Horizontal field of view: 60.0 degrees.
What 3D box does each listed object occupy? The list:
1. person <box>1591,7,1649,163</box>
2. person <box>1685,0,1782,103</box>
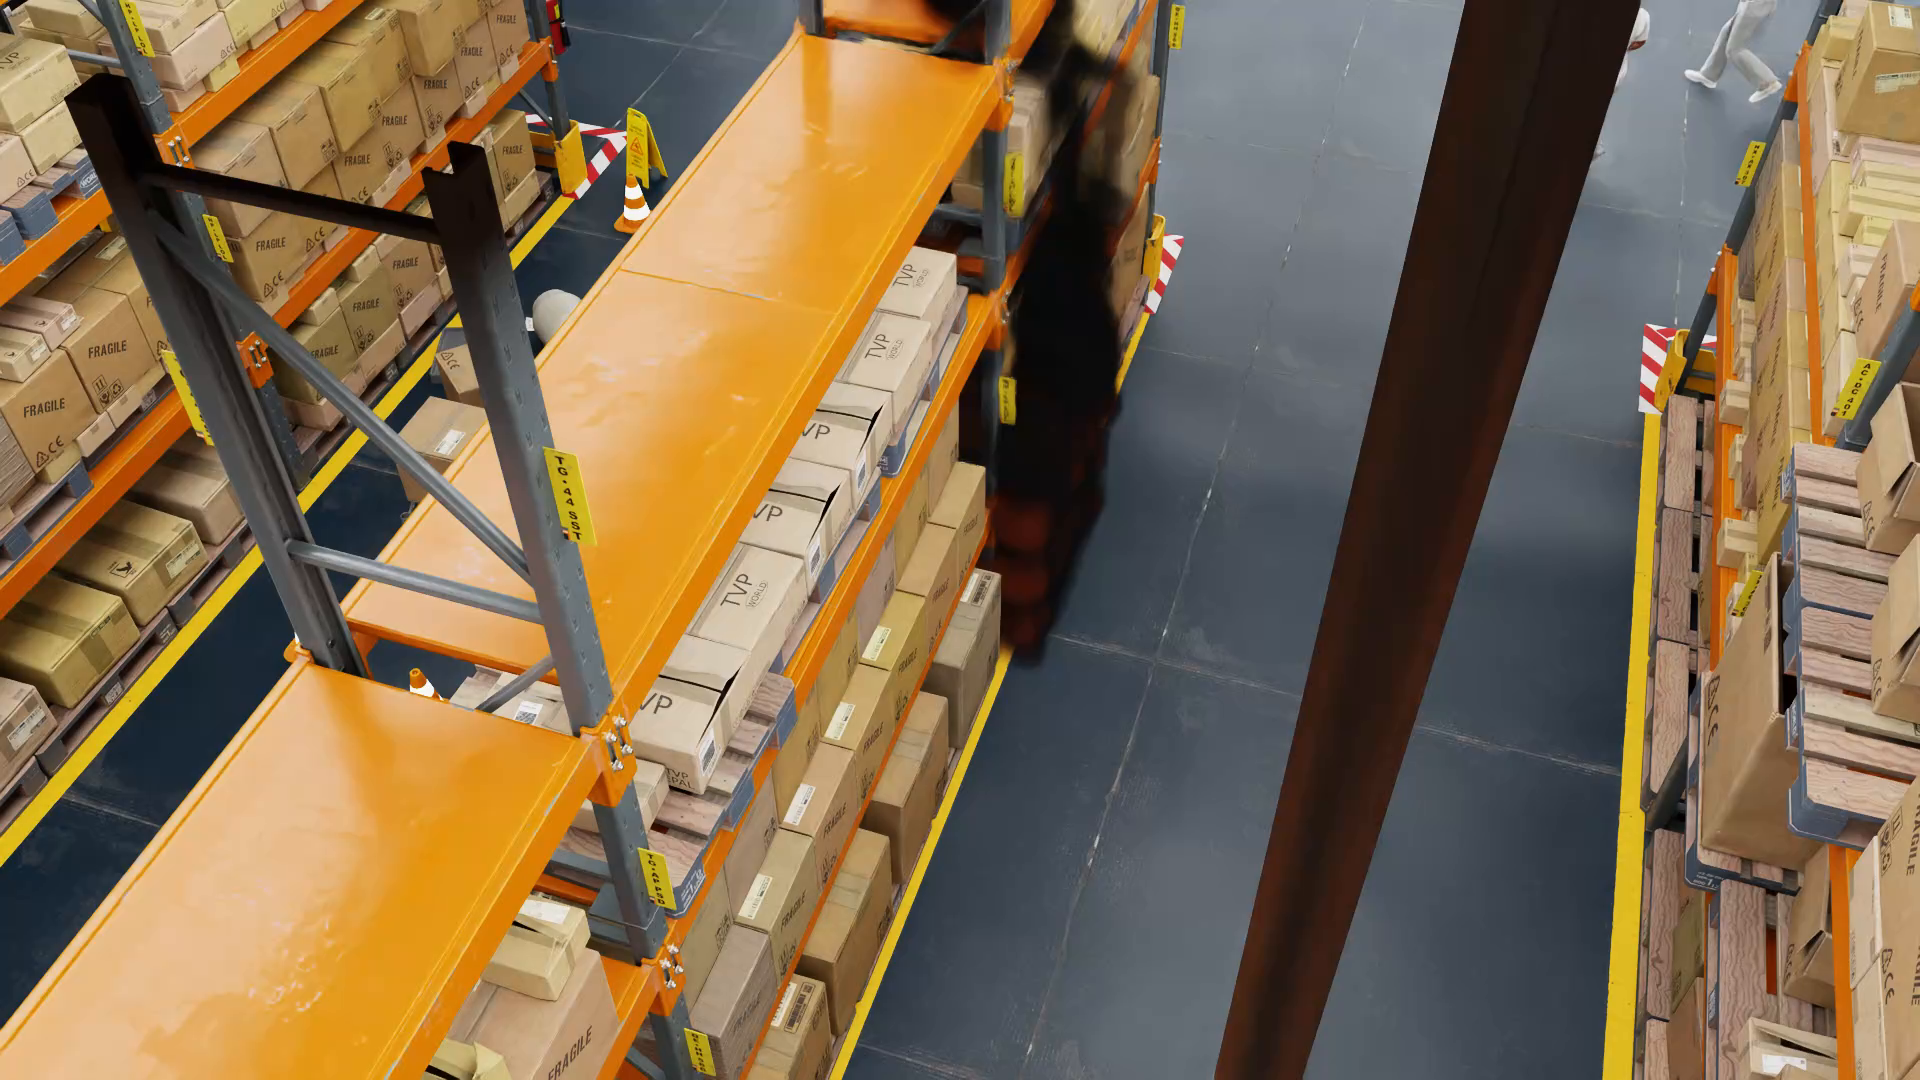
[{"bbox_3d":[5.268,-3.812,13.661,0.726,1.722,0.619,-22,50,-20],"label":"person"},{"bbox_3d":[6.955,-4.599,14.473,0.576,1.635,0.896,-33,54,-28],"label":"person"}]
